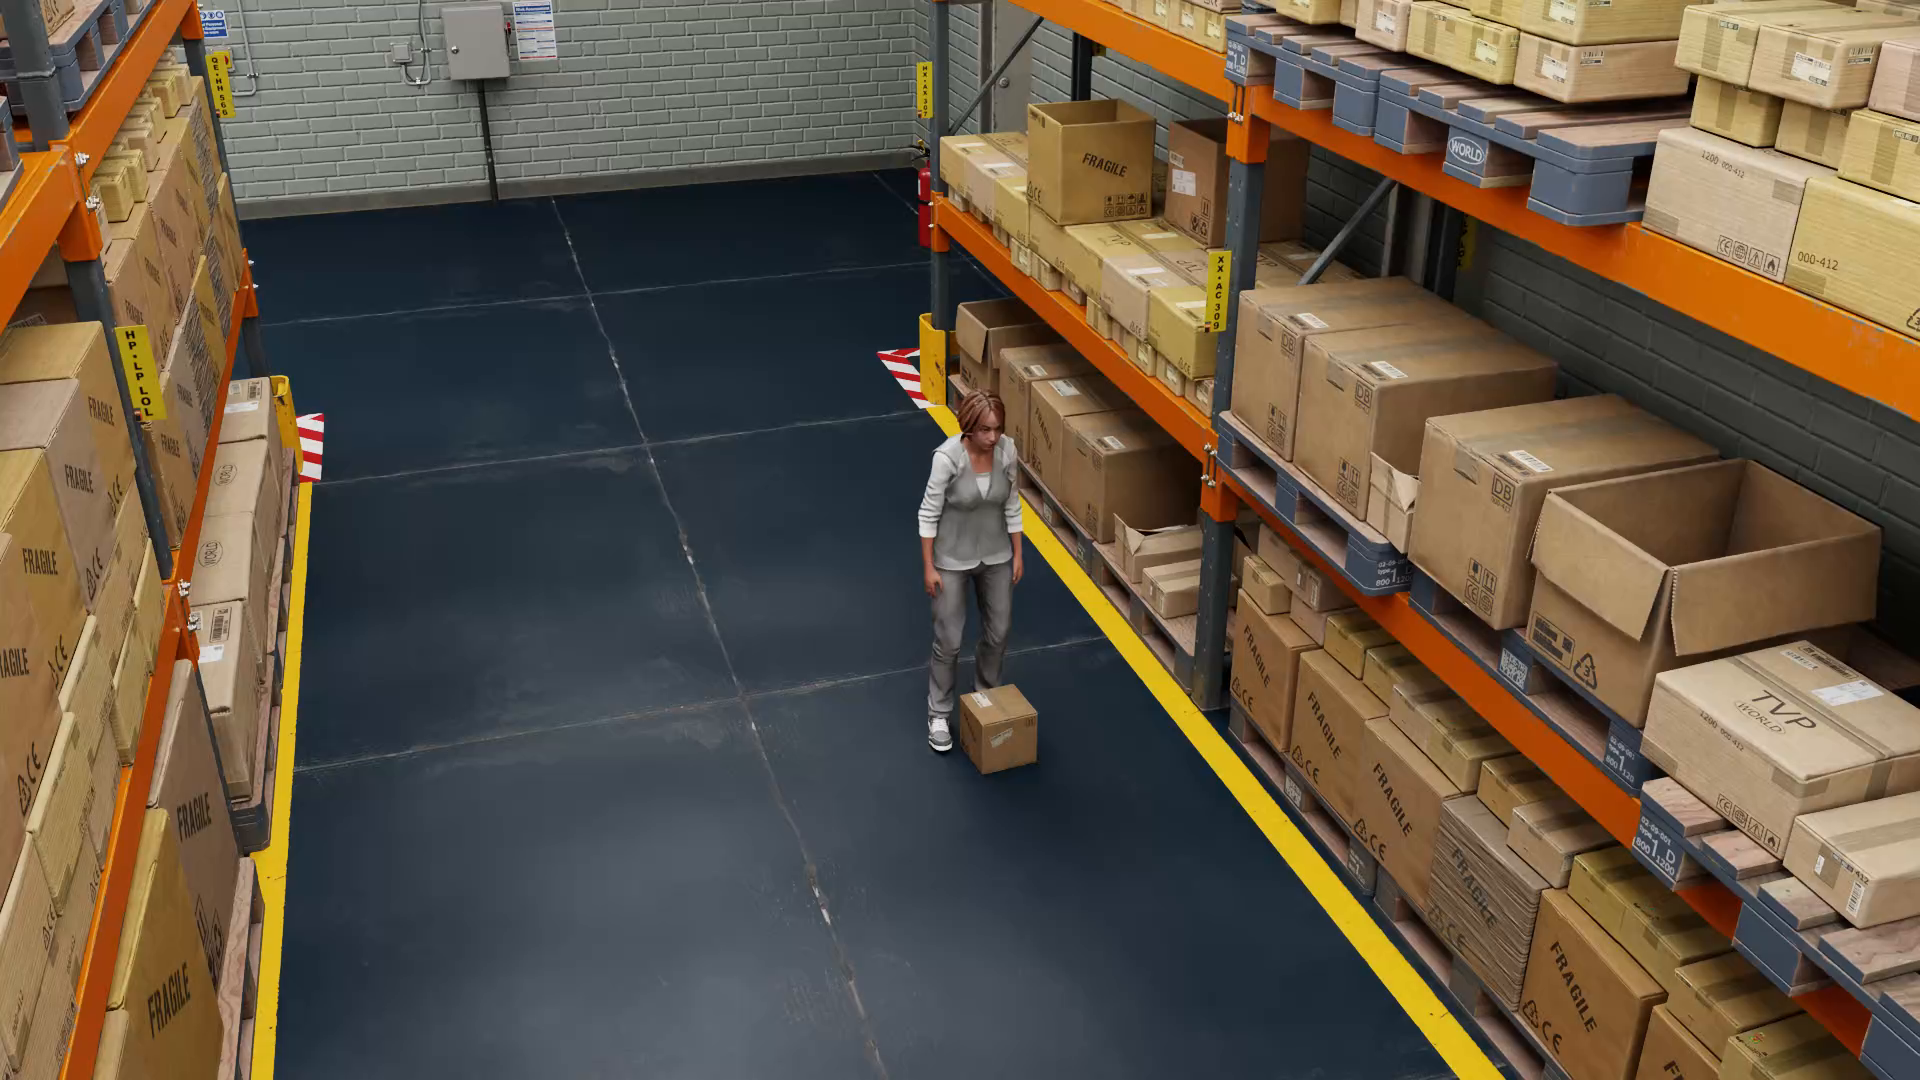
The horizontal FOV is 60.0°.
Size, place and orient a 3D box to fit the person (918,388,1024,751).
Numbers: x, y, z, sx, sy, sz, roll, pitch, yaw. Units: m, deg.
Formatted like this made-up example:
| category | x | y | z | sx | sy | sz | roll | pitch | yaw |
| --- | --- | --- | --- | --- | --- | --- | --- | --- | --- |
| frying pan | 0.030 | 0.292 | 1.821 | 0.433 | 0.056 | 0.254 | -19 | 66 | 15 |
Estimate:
| category | x | y | z | sx | sy | sz | roll | pitch | yaw |
| --- | --- | --- | --- | --- | --- | --- | --- | --- | --- |
| person | 0.052 | 0.102 | 6.926 | 0.462 | 1.591 | 0.345 | -10 | 29 | -20 |
